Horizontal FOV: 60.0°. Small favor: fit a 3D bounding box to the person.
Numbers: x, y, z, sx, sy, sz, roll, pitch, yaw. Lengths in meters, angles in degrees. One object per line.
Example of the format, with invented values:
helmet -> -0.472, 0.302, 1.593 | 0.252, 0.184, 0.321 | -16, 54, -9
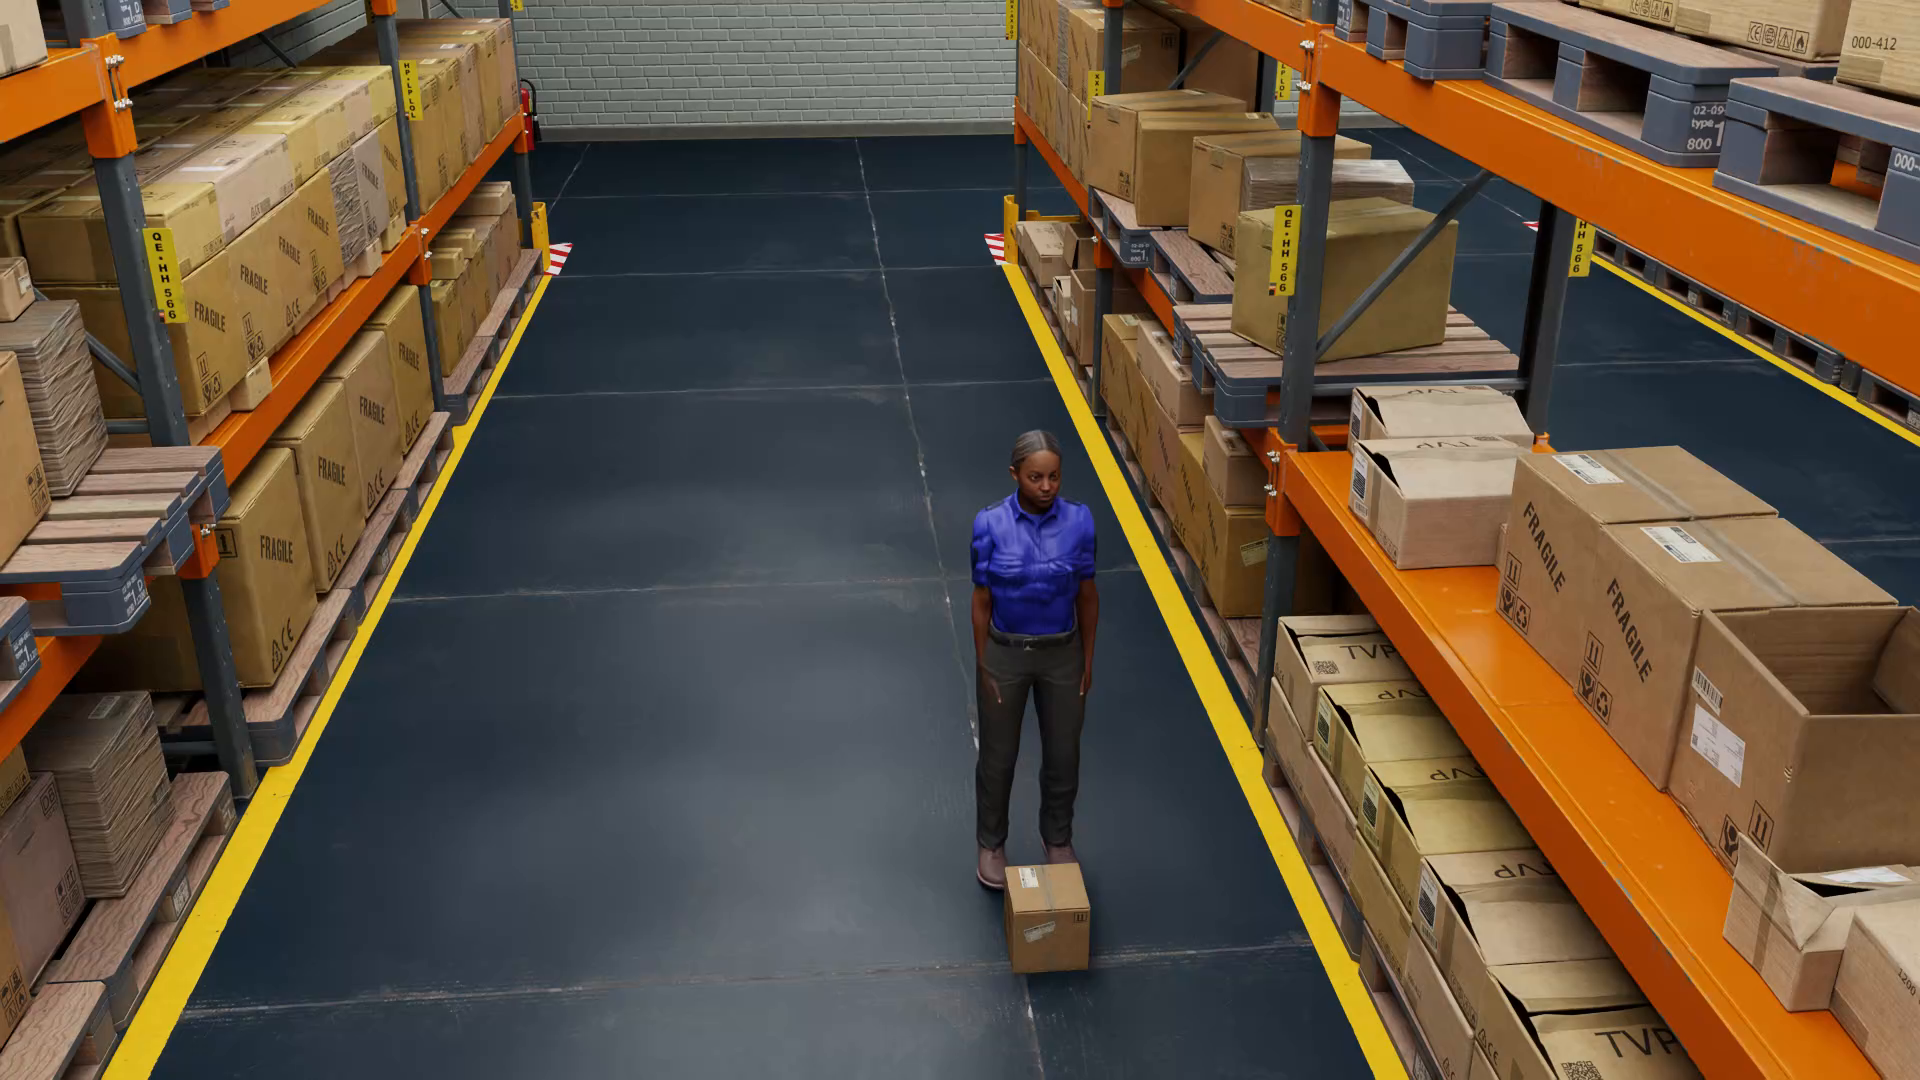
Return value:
person -> 0.254, 0.417, 5.670 | 0.437, 1.660, 0.316 | -2, 24, -4
